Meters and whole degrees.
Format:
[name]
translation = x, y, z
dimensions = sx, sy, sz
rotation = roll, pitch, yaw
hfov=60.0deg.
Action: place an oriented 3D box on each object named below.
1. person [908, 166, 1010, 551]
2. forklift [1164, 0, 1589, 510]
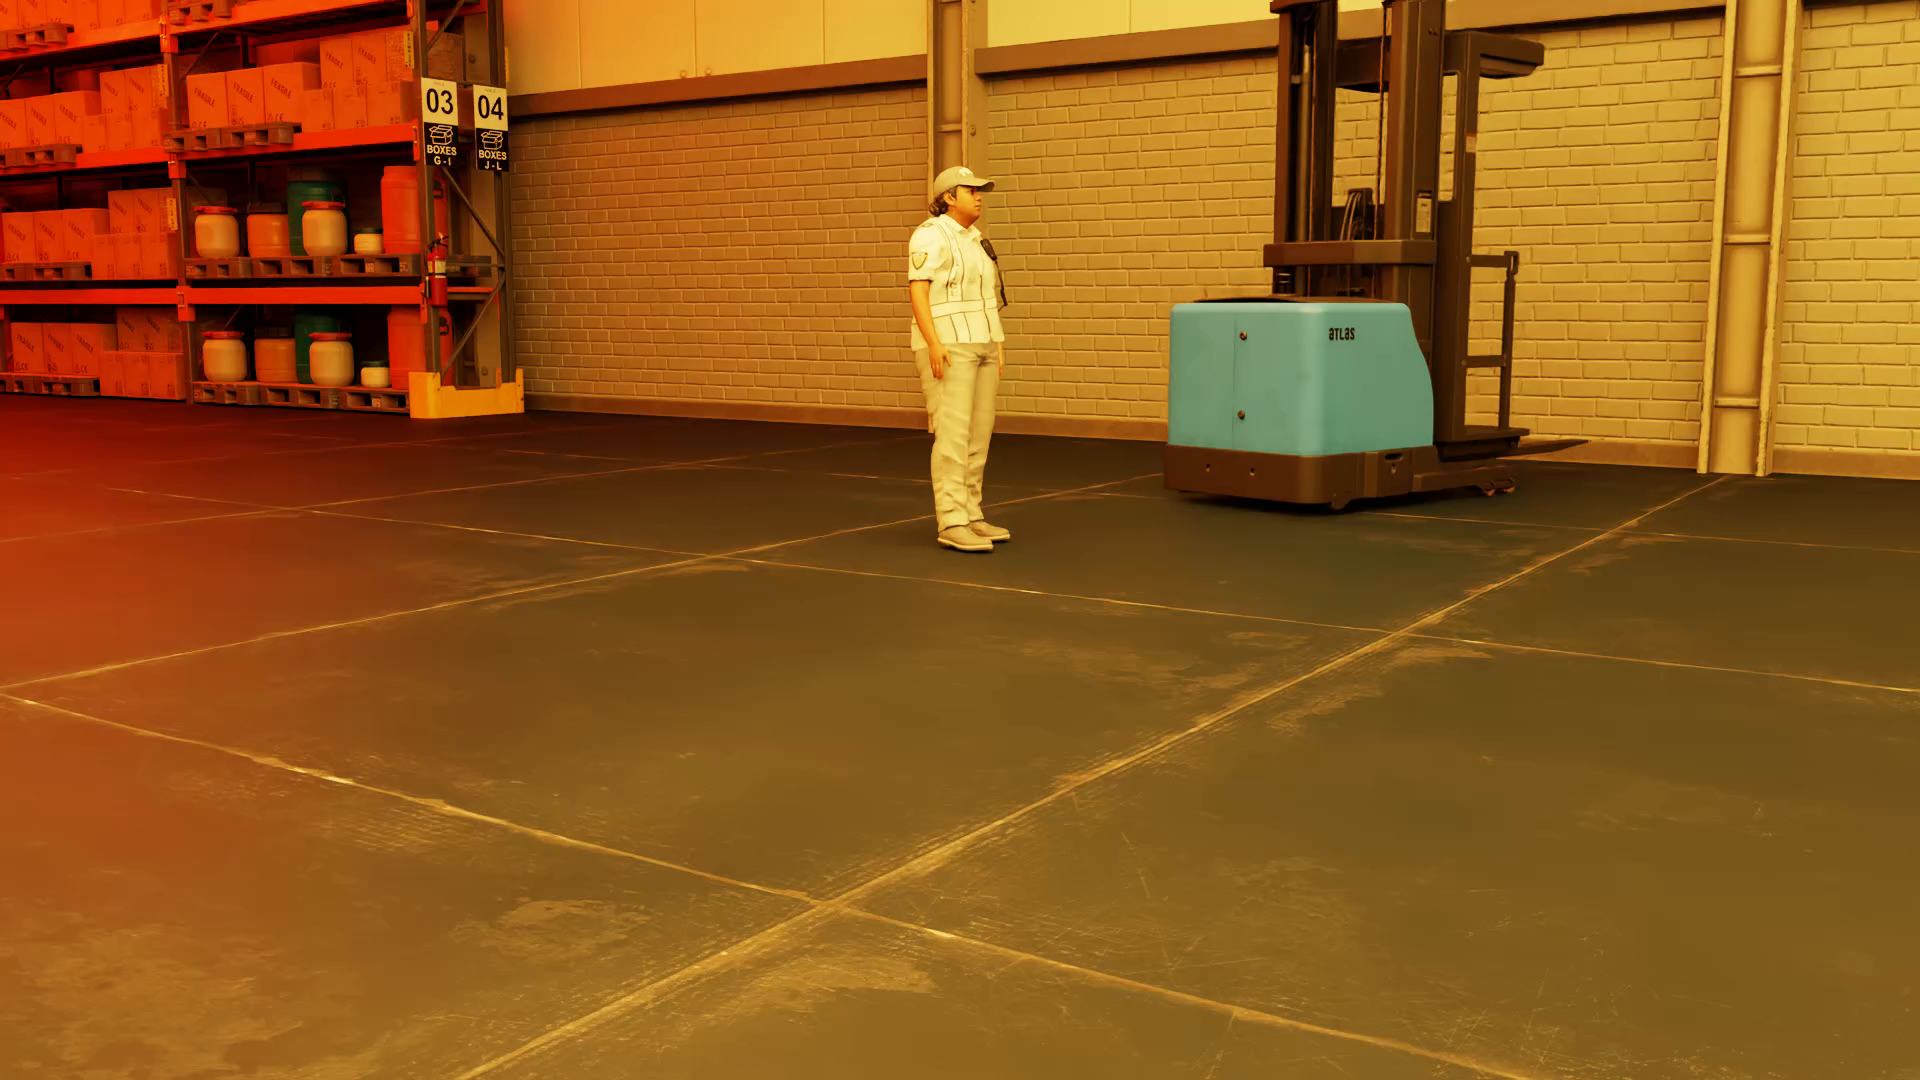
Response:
[person]
translation = 0.051, -0.824, 7.424
dimensions = 0.529, 1.670, 0.599
rotation = 5, 10, 34
[forklift]
translation = 2.566, -1.749, 9.495
dimensions = 3.031, 2.935, 1.130
rotation = -7, 11, -40
